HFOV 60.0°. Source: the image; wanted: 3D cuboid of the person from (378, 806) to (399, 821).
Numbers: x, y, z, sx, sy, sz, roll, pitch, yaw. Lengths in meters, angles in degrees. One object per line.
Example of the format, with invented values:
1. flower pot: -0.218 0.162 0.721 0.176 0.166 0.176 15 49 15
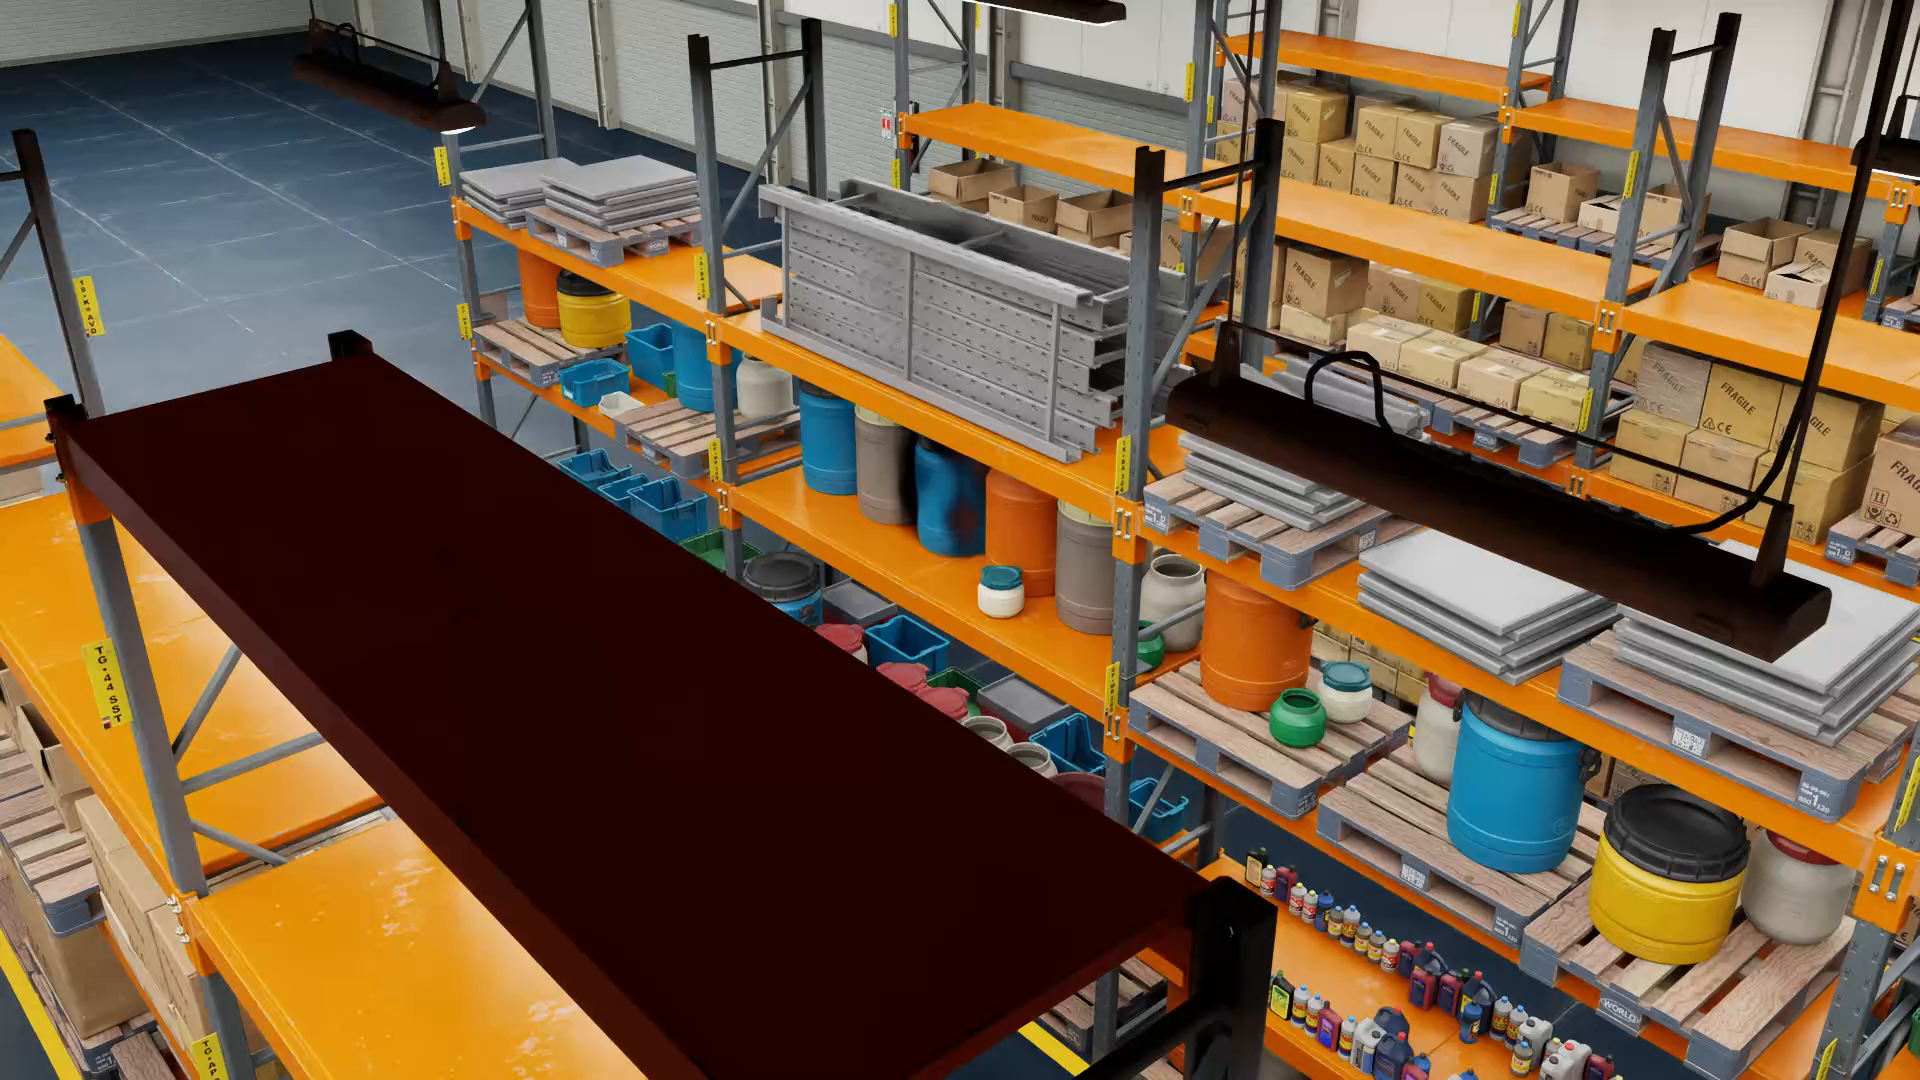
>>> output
1. person: -3.912 1.920 11.559 0.605 1.551 0.993 -16 31 -29
